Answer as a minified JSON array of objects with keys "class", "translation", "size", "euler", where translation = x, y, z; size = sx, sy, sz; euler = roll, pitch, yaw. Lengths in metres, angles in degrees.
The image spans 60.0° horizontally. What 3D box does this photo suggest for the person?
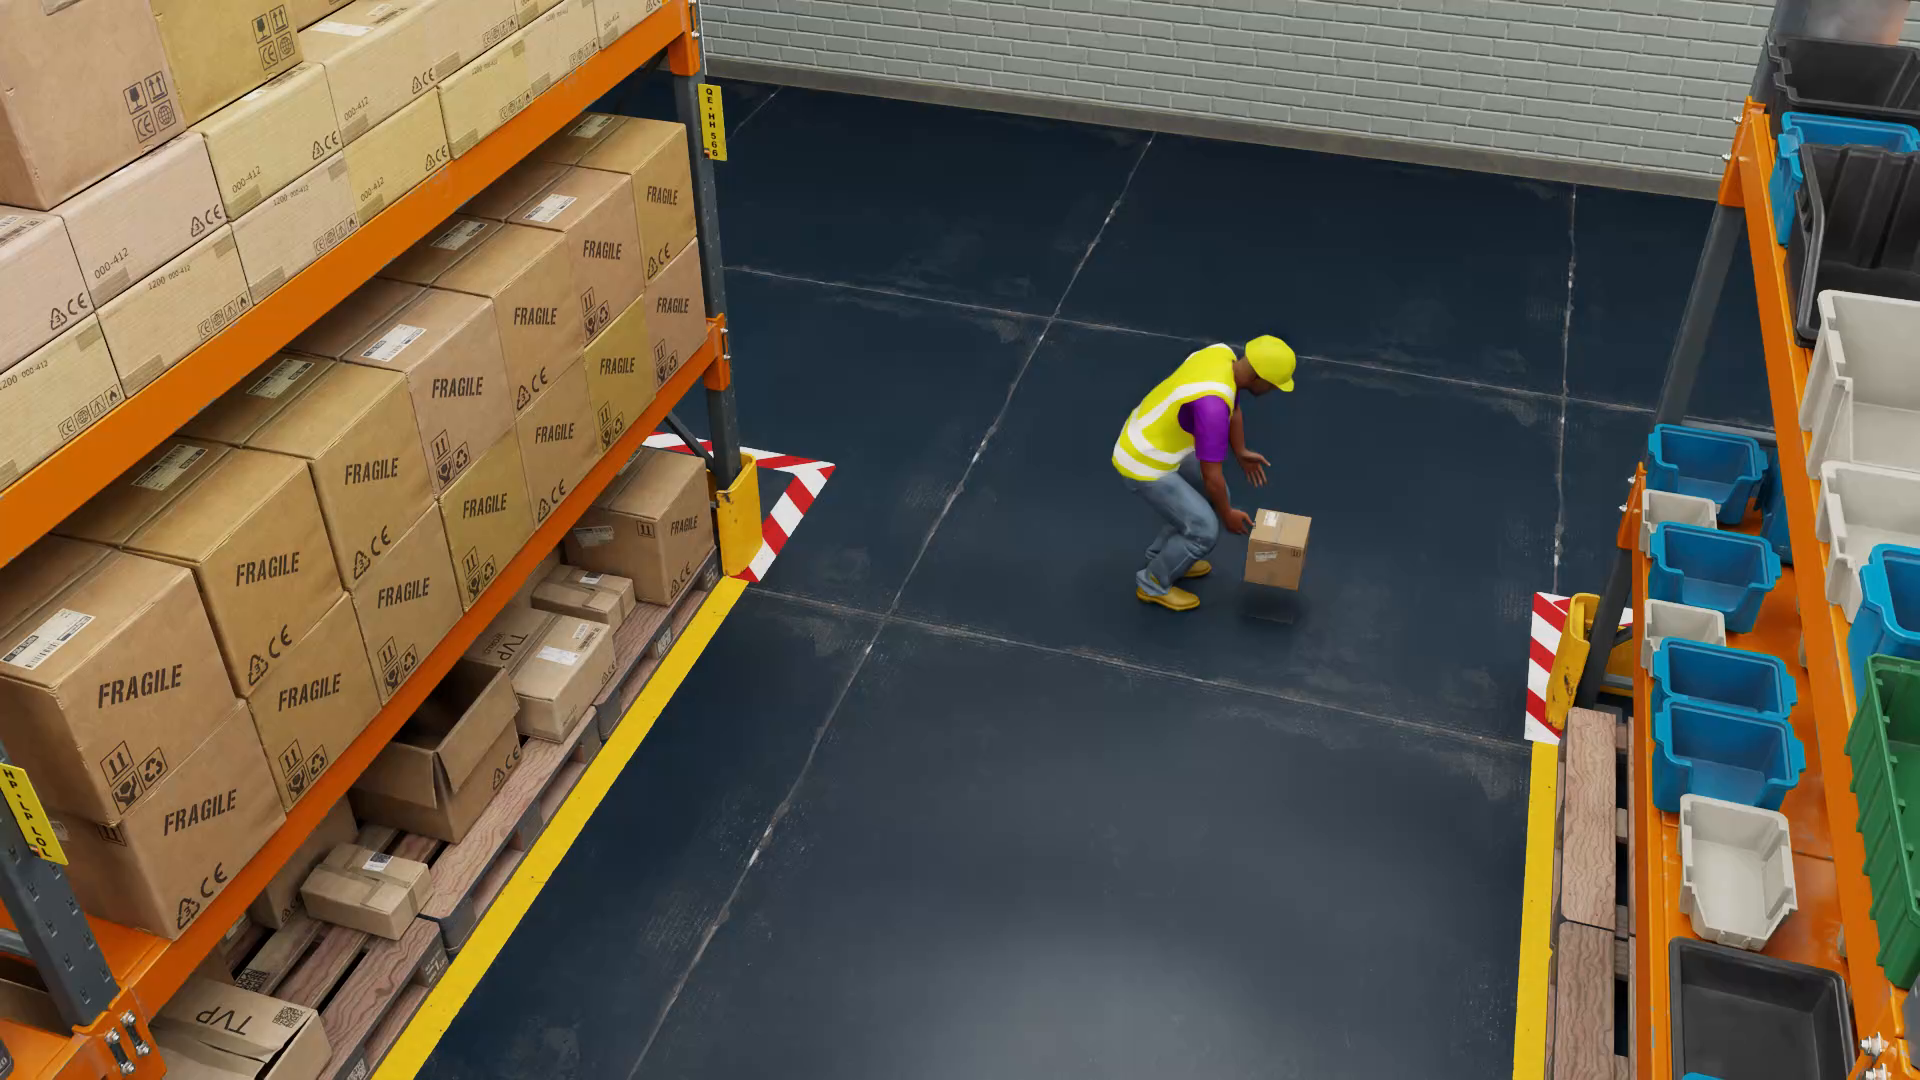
[{"class":"person","translation":[-0.219,4.147,1.636],"size":[2.793,1.405,15.757],"euler":[11,38,14]}]
